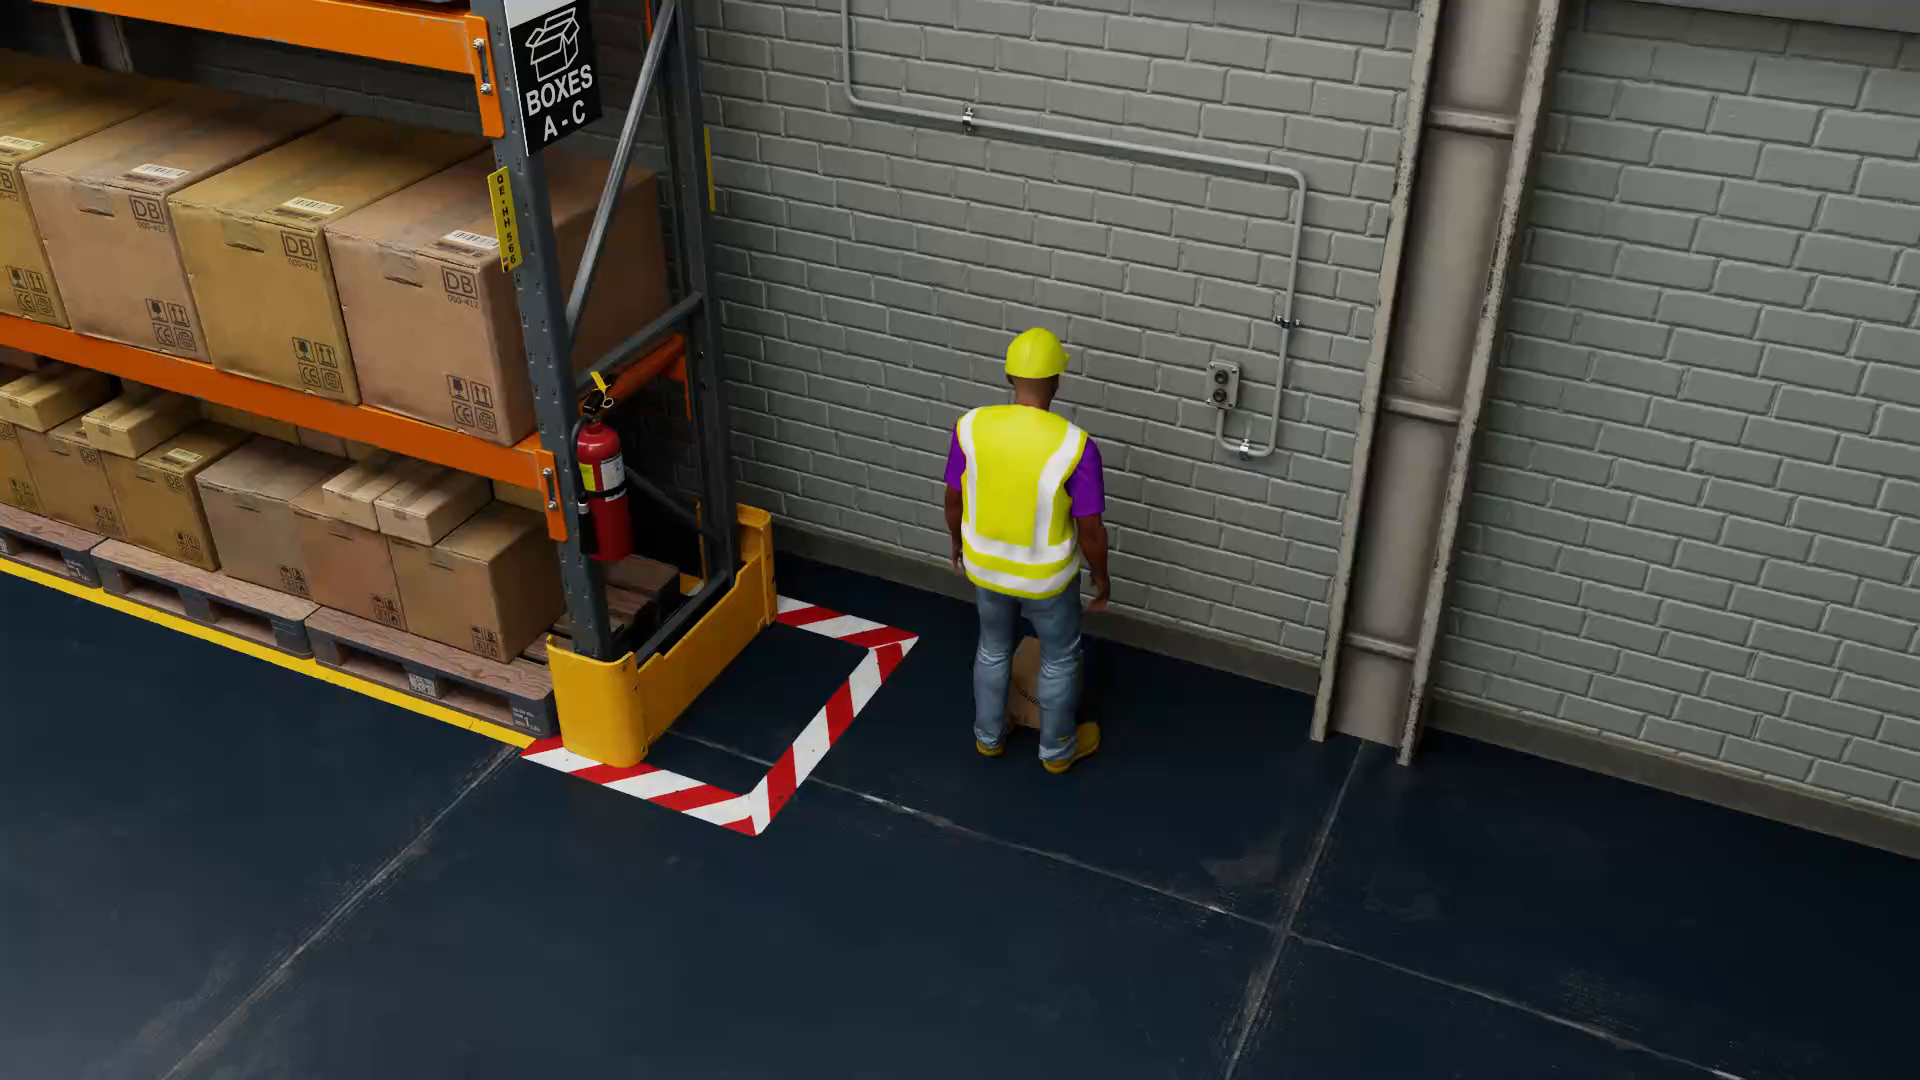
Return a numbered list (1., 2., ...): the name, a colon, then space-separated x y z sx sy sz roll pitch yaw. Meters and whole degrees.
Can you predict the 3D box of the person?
1. person: 0.249 0.067 6.024 0.626 1.760 0.461 14 36 21
